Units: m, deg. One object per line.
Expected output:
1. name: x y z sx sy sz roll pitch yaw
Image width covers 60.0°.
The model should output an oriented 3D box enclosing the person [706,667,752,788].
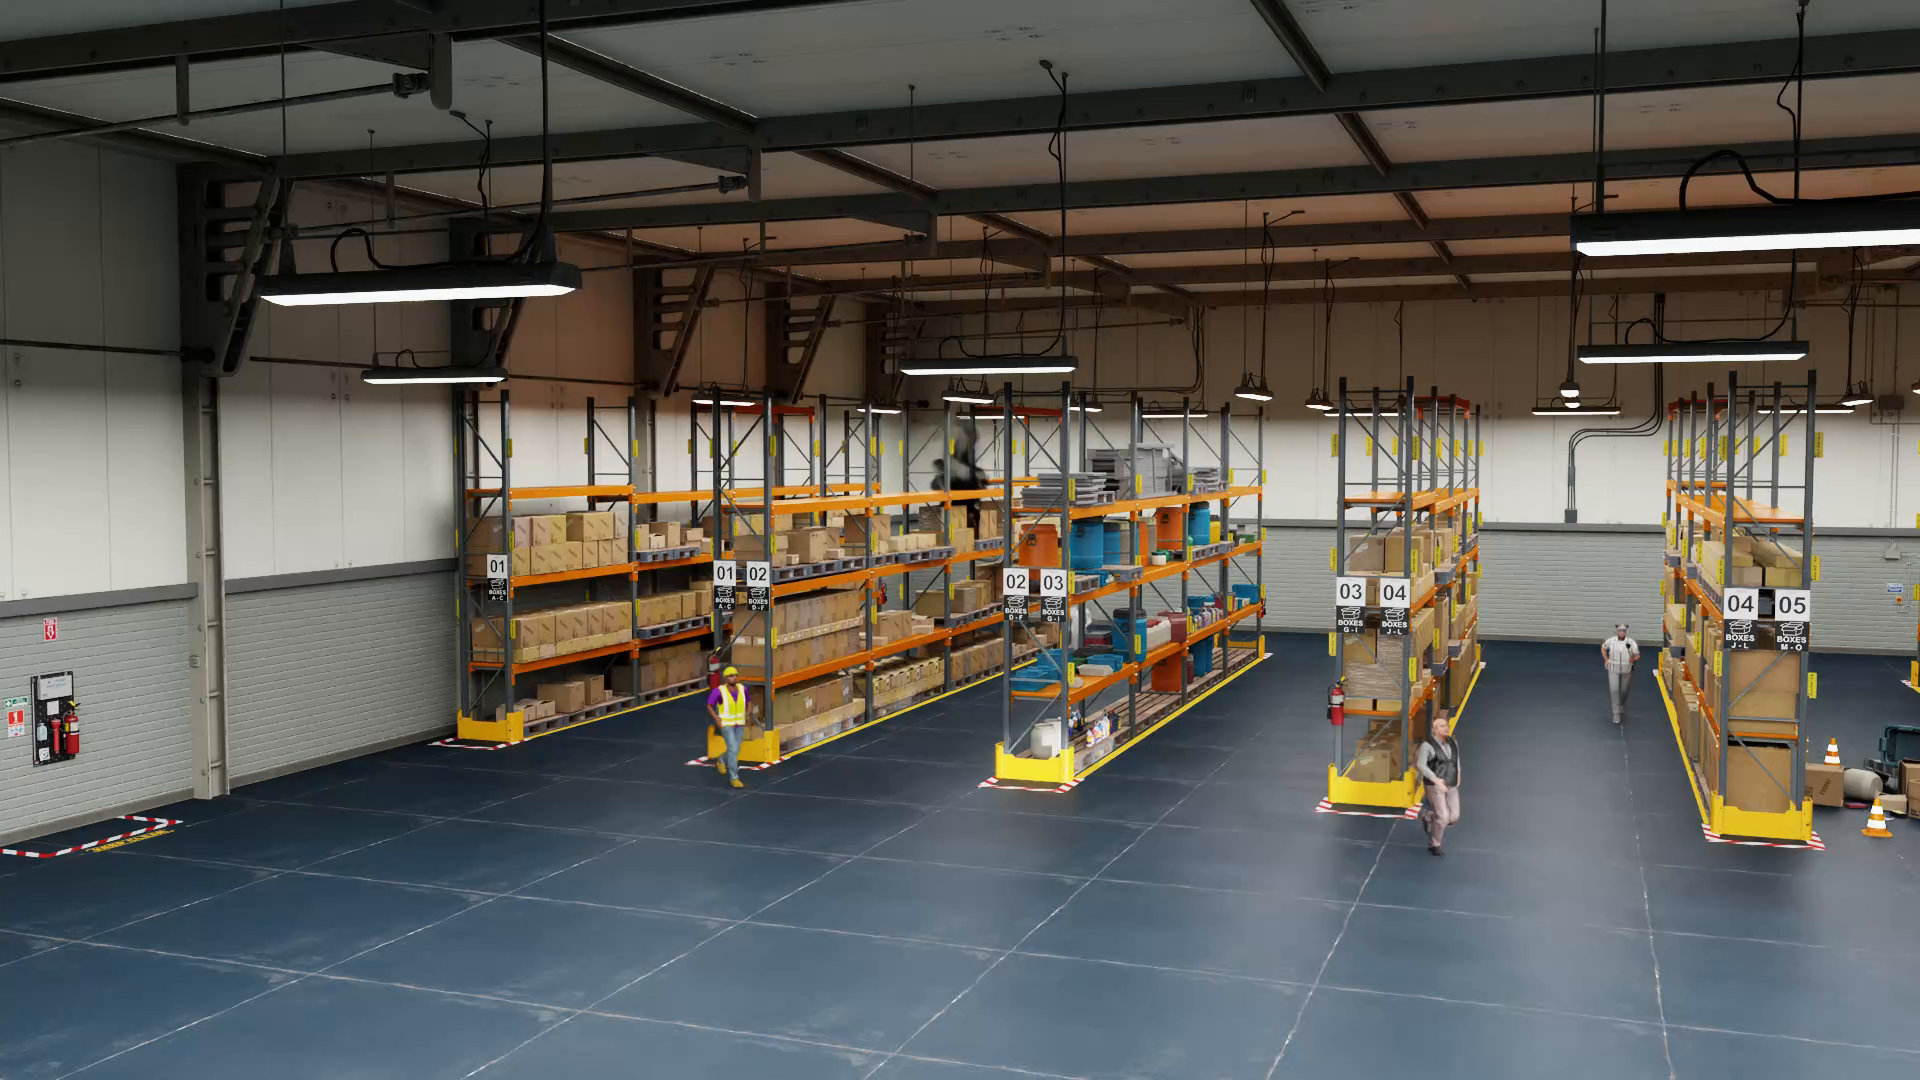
1. person: -3.412 2.751 24.737 0.692 1.761 0.847 -2 4 -35

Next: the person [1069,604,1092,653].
1. person: 2.619 2.004 36.746 0.608 1.619 0.530 0 3 6

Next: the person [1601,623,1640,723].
1. person: 12.192 2.422 30.694 0.662 1.799 0.963 1 3 18

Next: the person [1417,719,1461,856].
1. person: 5.918 3.036 20.561 0.674 1.694 0.649 -1 3 -23
